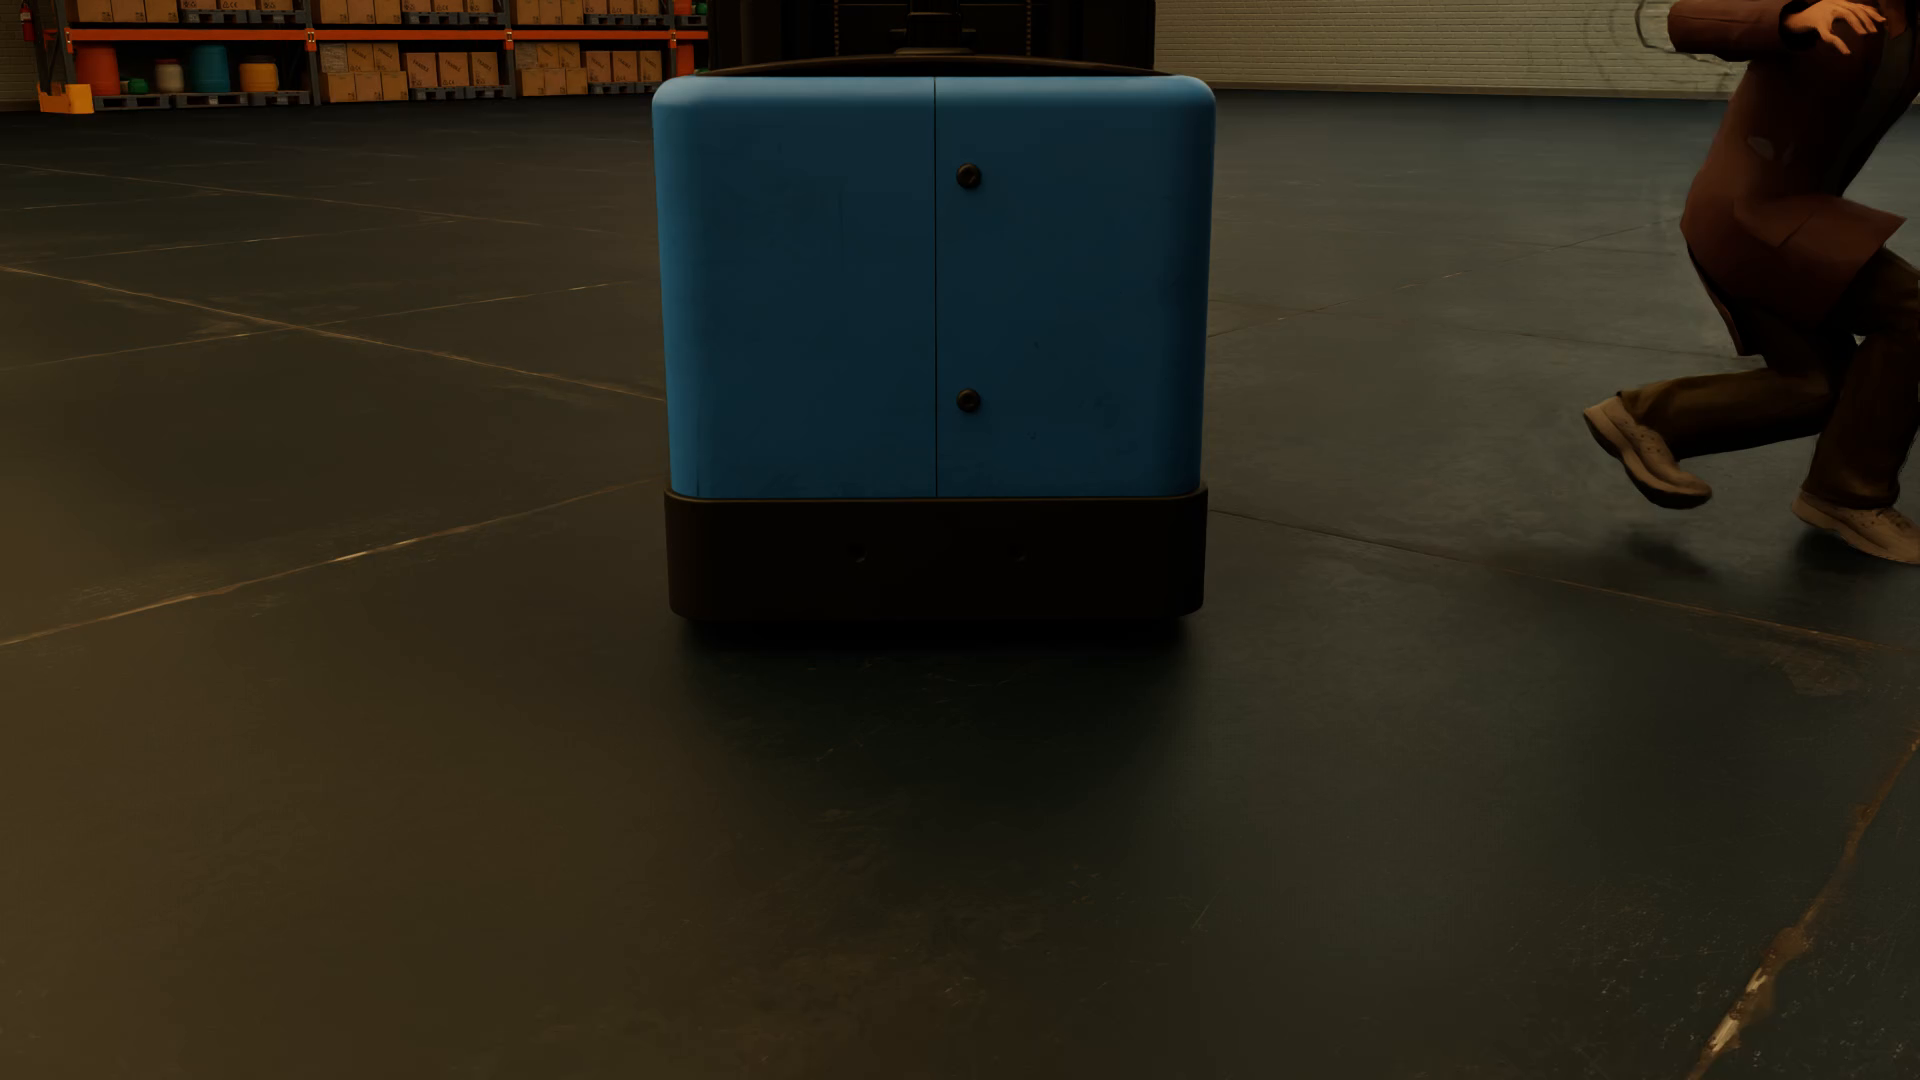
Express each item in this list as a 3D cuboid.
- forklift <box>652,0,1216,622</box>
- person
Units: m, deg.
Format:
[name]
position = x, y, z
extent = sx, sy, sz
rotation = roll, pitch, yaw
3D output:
[forklift]
position = -0.074, -1.619, 4.229
extent = 1.130, 2.935, 3.031
rotation = 0, 17, -1
[person]
position = 2.029, -0.683, 3.663
extent = 1.185, 1.517, 0.875
rotation = 14, 22, 39
